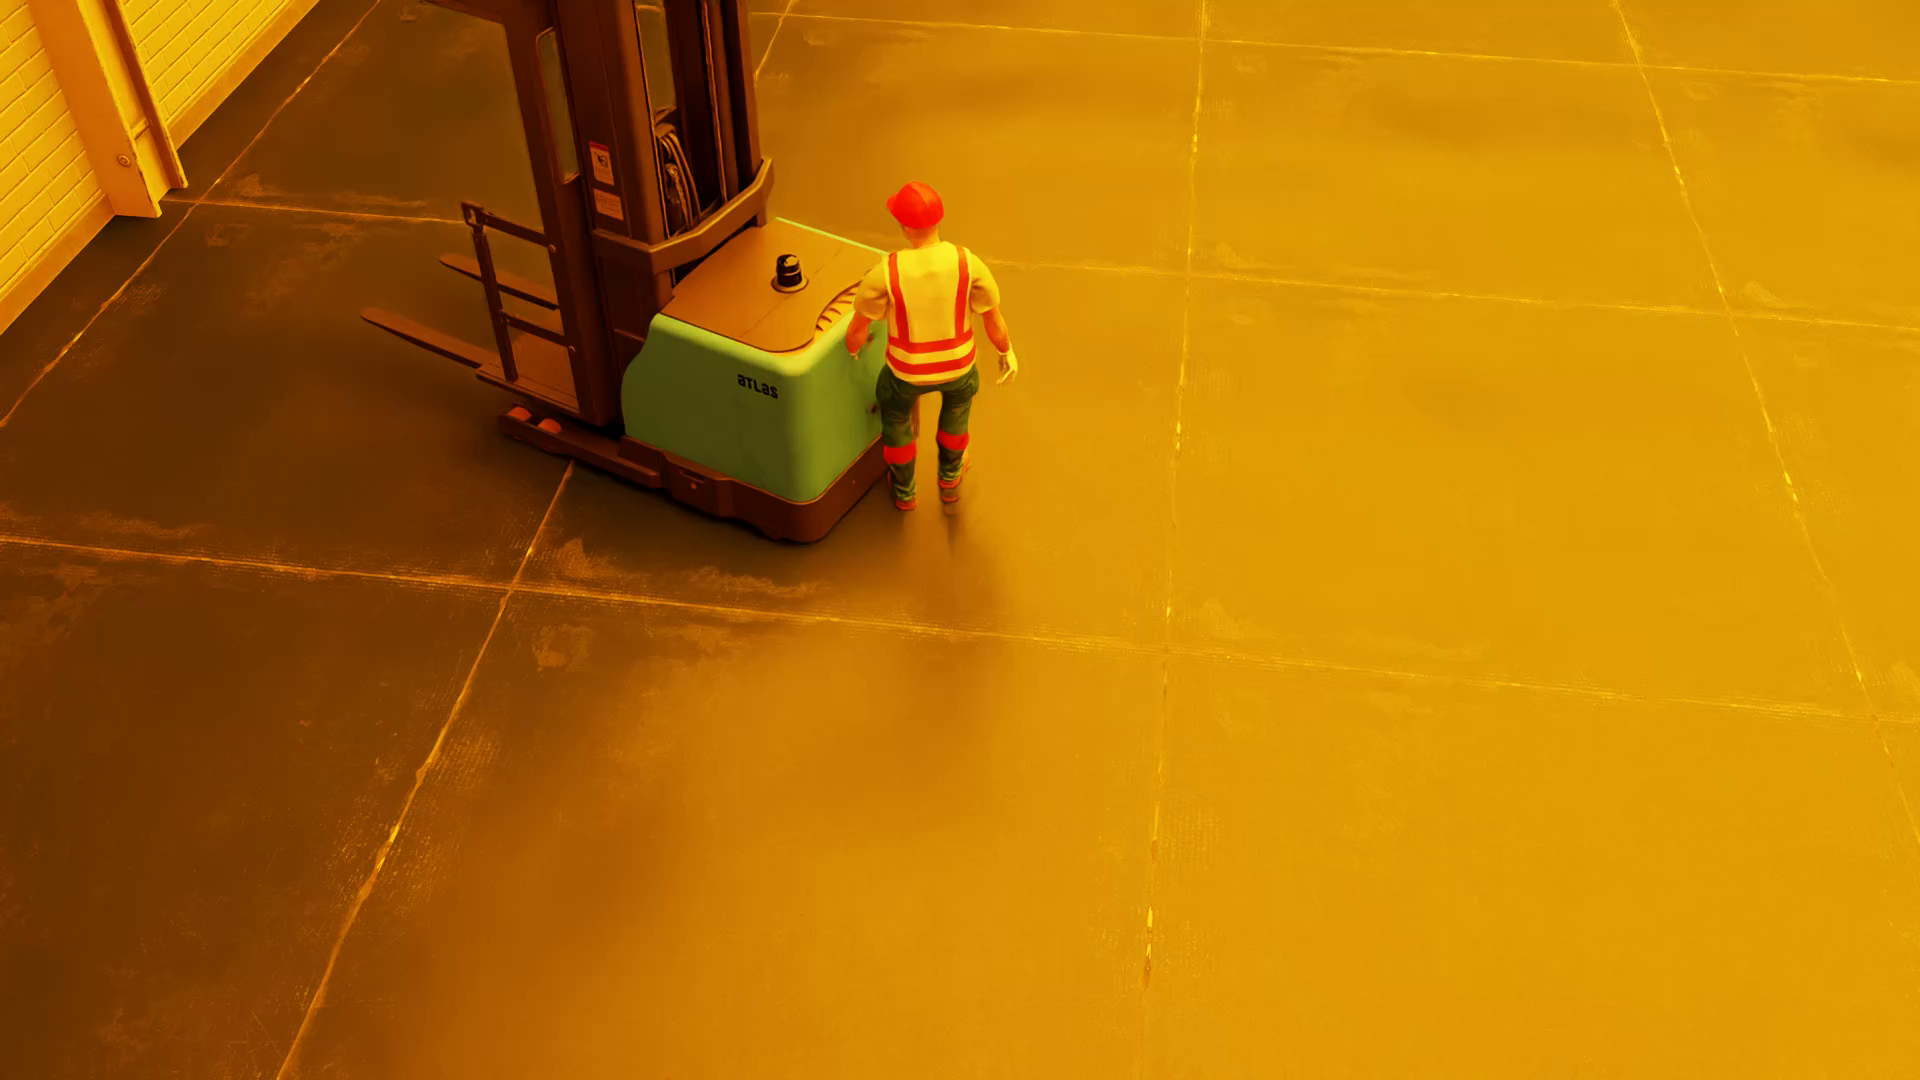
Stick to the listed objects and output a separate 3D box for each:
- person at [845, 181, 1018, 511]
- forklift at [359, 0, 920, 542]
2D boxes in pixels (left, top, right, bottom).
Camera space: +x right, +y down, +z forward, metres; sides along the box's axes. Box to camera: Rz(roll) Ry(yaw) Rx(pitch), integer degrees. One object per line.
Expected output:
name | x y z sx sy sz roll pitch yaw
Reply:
person | -0.152 -0.877 7.564 0.795 1.750 0.534 -6 43 -7
forklift | -1.737 -1.808 7.692 3.031 2.935 1.130 21 47 22
